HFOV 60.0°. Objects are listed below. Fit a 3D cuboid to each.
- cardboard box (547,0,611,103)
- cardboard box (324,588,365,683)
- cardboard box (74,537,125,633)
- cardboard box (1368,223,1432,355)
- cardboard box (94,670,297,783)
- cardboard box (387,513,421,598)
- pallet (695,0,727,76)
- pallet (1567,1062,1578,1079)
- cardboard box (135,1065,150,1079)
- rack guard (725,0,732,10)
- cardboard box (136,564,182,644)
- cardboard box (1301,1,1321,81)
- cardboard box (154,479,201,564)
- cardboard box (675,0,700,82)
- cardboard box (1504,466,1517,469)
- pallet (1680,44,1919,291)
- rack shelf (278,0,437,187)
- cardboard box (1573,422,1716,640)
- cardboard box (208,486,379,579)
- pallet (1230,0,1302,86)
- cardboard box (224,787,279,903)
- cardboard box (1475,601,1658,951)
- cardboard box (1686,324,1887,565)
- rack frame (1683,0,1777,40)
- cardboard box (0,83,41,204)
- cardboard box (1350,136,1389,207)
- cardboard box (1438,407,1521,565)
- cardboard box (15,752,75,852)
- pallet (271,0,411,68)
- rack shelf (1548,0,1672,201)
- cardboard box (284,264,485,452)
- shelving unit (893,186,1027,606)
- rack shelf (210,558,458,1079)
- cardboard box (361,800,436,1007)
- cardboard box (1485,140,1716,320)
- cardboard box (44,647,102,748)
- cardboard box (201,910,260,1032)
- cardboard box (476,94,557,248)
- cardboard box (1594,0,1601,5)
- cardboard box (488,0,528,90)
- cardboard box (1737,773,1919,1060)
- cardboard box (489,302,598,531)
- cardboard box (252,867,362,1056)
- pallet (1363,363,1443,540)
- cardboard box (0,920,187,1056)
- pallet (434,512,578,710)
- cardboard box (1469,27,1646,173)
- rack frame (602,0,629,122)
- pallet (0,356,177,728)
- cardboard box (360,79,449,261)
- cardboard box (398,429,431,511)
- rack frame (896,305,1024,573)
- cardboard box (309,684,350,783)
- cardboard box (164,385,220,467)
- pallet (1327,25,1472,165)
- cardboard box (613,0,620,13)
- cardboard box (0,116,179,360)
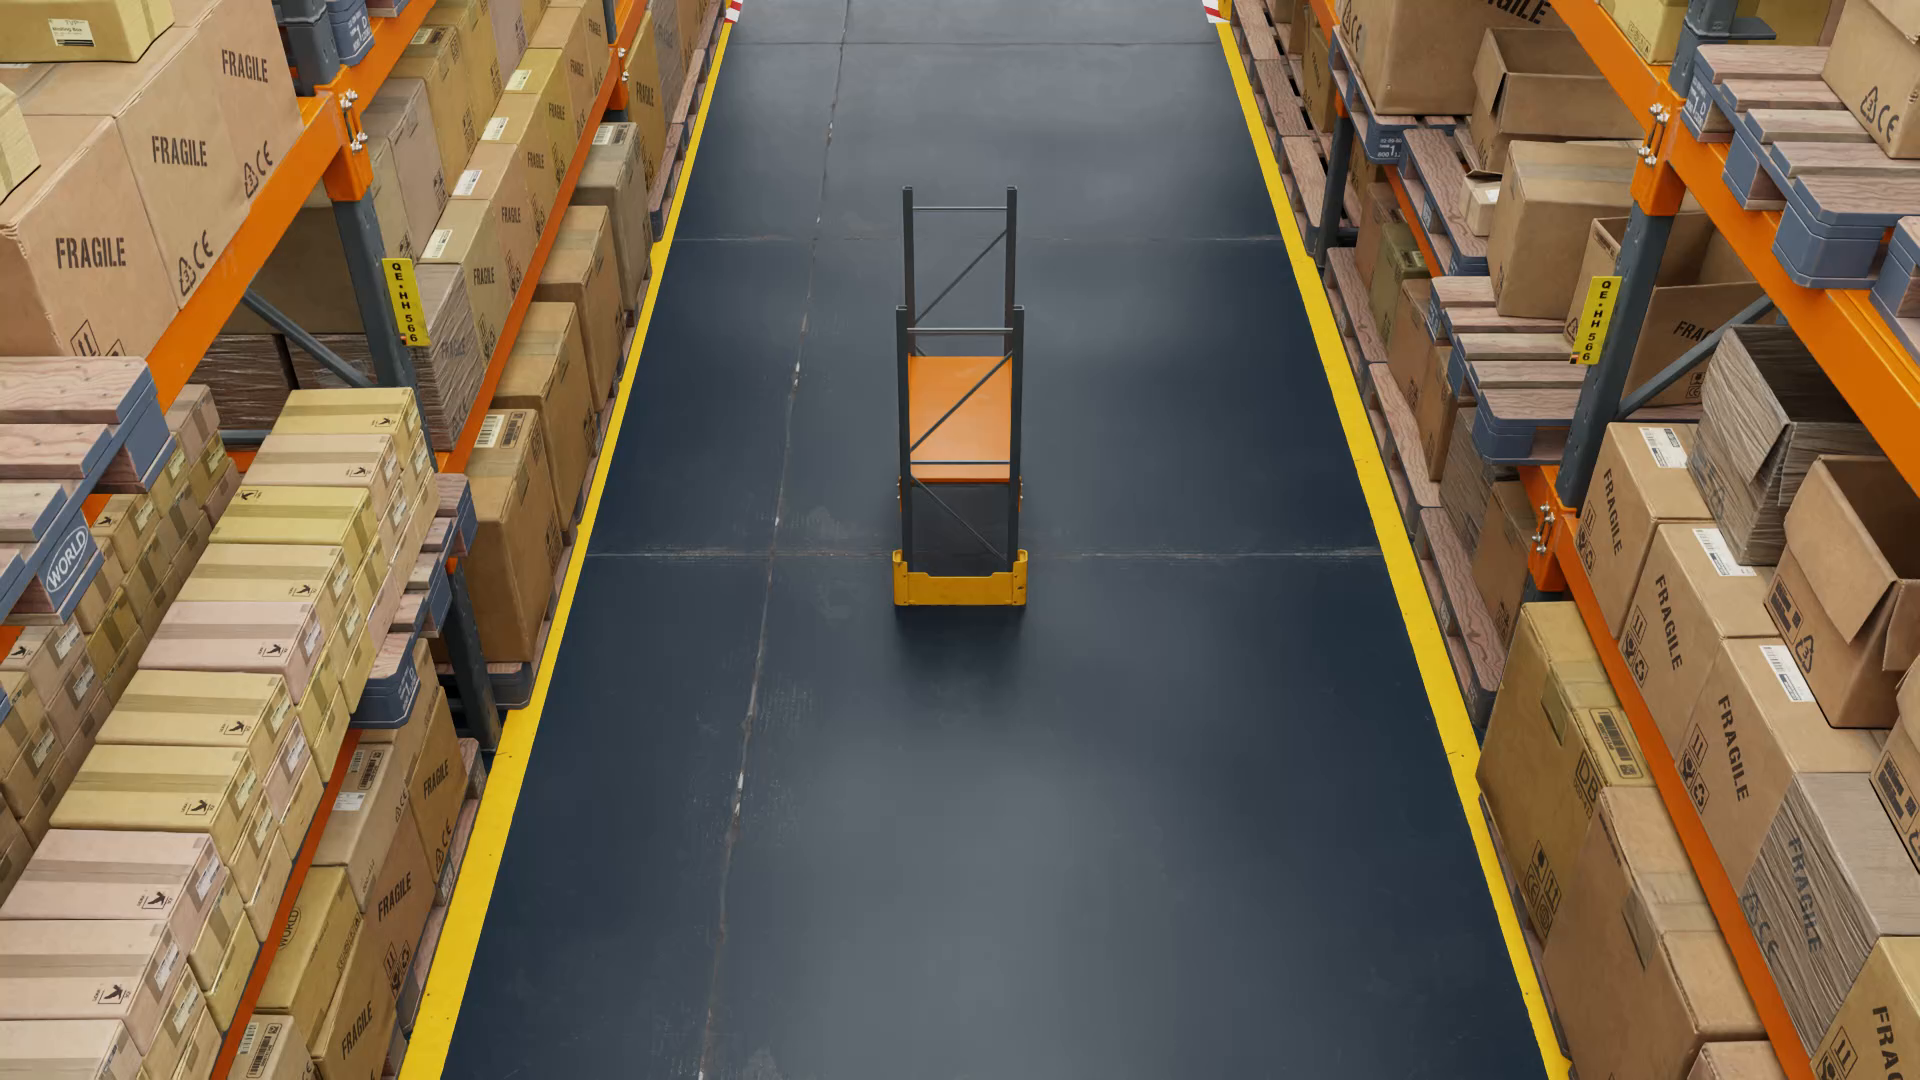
[{"bbox_3d":[-2.100,-2.566,8.473,0.500,0.500,0.500,0,39,0],"label":"cardboard box"},{"bbox_3d":[-1.902,0.263,4.650,0.380,0.149,0.250,0,39,0],"label":"cardboard box"},{"bbox_3d":[-2.558,0.127,4.582,0.380,0.149,0.250,-2,39,-2],"label":"cardboard box"},{"bbox_3d":[2.553,-1.307,8.629,0.700,0.500,0.500,0,39,0],"label":"cardboard box"},{"bbox_3d":[-1.905,0.466,4.160,0.380,0.149,0.250,2,39,2],"label":"cardboard box"},{"bbox_3d":[-1.904,0.046,5.159,0.380,0.149,0.250,0,39,0],"label":"cardboard box"},{"bbox_3d":[-2.293,-3.766,12.281,1.003,0.211,1.213,0,39,0],"label":"pallet"},{"bbox_3d":[2.521,2.051,5.022,1.003,0.211,1.213,0,39,0],"label":"pallet"},{"bbox_3d":[-1.903,1.235,3.437,0.380,0.149,0.250,-2,39,-2],"label":"cardboard box"},{"bbox_3d":[-2.372,-4.394,12.833,1.175,0.500,0.348,0,39,0],"label":"rack guard"},{"bbox_3d":[-2.563,0.199,4.968,0.380,0.149,0.250,2,39,2],"label":"cardboard box"},{"bbox_3d":[2.589,-3.327,11.166,0.500,0.500,0.500,3,39,4],"label":"cardboard box"},{"bbox_3d":[-2.561,-0.061,5.055,0.380,0.149,0.250,2,39,2],"label":"cardboard box"},{"bbox_3d":[-2.302,-3.715,11.350,0.875,0.875,0.875,-1,39,-1],"label":"cardboard box"},{"bbox_3d":[2.555,-0.531,7.062,0.500,0.250,0.500,4,39,5],"label":"cardboard box"},{"bbox_3d":[2.651,-0.986,4.334,1.213,0.211,1.003,2,39,2],"label":"pallet"},{"bbox_3d":[-2.365,-2.492,6.637,1.077,0.370,4.000,0,39,0],"label":"rack shelf"},{"bbox_3d":[2.325,-0.027,5.305,0.500,0.500,0.500,1,39,1],"label":"cardboard box"},{"bbox_3d":[-1.906,-0.022,4.768,0.380,0.149,0.250,1,39,1],"label":"cardboard box"},{"bbox_3d":[2.553,-3.651,12.137,1.003,0.211,1.213,0,39,0],"label":"pallet"},{"bbox_3d":[-1.903,0.743,4.051,0.380,0.149,0.250,-1,39,-1],"label":"cardboard box"},{"bbox_3d":[2.577,0.805,5.710,1.225,0.875,0.875,-2,39,-2],"label":"cardboard box"},{"bbox_3d":[2.582,-0.265,4.800,0.797,0.503,0.637,1,39,1],"label":"cardboard box"},{"bbox_3d":[2.597,-2.633,3.839,1.000,3.000,0.127,0,39,0],"label":"rack frame"},{"bbox_3d":[-2.081,-0.802,3.262,0.396,0.266,0.258,0,39,0],"label":"cardboard box"},{"bbox_3d":[2.632,-2.232,9.799,0.500,0.500,0.500,-1,39,-1],"label":"cardboard box"},{"bbox_3d":[2.563,-0.254,7.315,0.700,0.500,0.500,-3,39,-4],"label":"cardboard box"},{"bbox_3d":[-2.561,0.692,4.353,0.380,0.149,0.250,0,39,1],"label":"cardboard box"},{"bbox_3d":[-2.417,-1.851,5.413,1.213,0.211,1.003,2,39,2],"label":"pallet"},{"bbox_3d":[2.595,-2.432,6.563,1.077,0.370,4.000,0,39,0],"label":"rack shelf"},{"bbox_3d":[-2.094,-0.671,6.109,0.500,0.500,0.500,0,39,0],"label":"cardboard box"},{"bbox_3d":[0.000,-0.633,7.340,0.587,1.500,1.083,0,39,0],"label":"shelving unit"},{"bbox_3d":[-2.361,1.180,4.454,1.077,0.370,4.000,0,39,0],"label":"rack shelf"},{"bbox_3d":[-2.104,1.196,5.522,0.500,0.500,0.500,1,39,2],"label":"cardboard box"},{"bbox_3d":[2.456,-1.181,6.410,0.700,0.500,0.500,5,39,7],"label":"cardboard box"},{"bbox_3d":[-2.557,0.419,4.455,0.380,0.149,0.250,0,39,0],"label":"cardboard box"},{"bbox_3d":[-1.906,1.021,3.942,0.380,0.149,0.250,-1,39,-1],"label":"cardboard box"},{"bbox_3d":[-2.096,-1.616,7.288,0.500,0.500,0.500,0,39,-1],"label":"cardboard box"},{"bbox_3d":[2.337,-2.011,5.582,0.500,0.250,0.500,0,39,0],"label":"cardboard box"},{"bbox_3d":[-2.358,-2.334,7.384,0.700,0.500,0.500,0,39,0],"label":"cardboard box"},{"bbox_3d":[2.331,0.929,4.112,0.500,0.500,0.500,0,39,0],"label":"cardboard box"},{"bbox_3d":[-2.278,-0.565,7.519,1.050,0.750,0.750,1,39,1],"label":"cardboard box"},{"bbox_3d":[-2.104,1.229,4.881,0.500,0.250,0.500,1,39,1],"label":"cardboard box"},{"bbox_3d":[2.599,-0.453,8.147,1.003,0.211,1.213,0,39,0],"label":"pallet"},{"bbox_3d":[-1.902,0.955,3.549,0.380,0.149,0.250,0,39,0],"label":"cardboard box"},{"bbox_3d":[-2.289,0.244,7.277,1.003,0.211,1.213,0,39,0],"label":"pallet"},{"bbox_3d":[2.687,-1.913,7.320,0.797,0.503,0.637,4,39,5],"label":"cardboard box"},{"bbox_3d":[-2.368,-2.853,8.911,1.000,3.000,0.127,0,39,0],"label":"rack frame"},{"bbox_3d":[-2.257,0.018,3.080,1.213,0.211,1.003,0,39,0],"label":"pallet"},{"bbox_3d":[-2.356,-1.377,6.191,0.700,0.500,0.500,-1,39,-1],"label":"cardboard box"},{"bbox_3d":[-1.907,-0.225,5.259,0.380,0.149,0.250,1,39,1],"label":"cardboard box"},{"bbox_3d":[0.000,-0.321,6.951,0.500,1.500,0.032,0,39,0],"label":"rack frame"},{"bbox_3d":[-1.905,0.531,4.553,0.380,0.149,0.250,-2,39,-2],"label":"cardboard box"},{"bbox_3d":[-2.556,-0.357,5.187,0.380,0.149,0.250,0,39,0],"label":"cardboard box"},{"bbox_3d":[2.448,-2.240,8.300,1.003,0.211,1.213,0,39,0],"label":"pallet"},{"bbox_3d":[-2.380,-3.142,9.152,0.875,0.550,0.550,0,39,0],"label":"cardboard box"},{"bbox_3d":[-2.098,-0.579,3.595,0.500,0.500,0.500,0,39,0],"label":"cardboard box"}]
